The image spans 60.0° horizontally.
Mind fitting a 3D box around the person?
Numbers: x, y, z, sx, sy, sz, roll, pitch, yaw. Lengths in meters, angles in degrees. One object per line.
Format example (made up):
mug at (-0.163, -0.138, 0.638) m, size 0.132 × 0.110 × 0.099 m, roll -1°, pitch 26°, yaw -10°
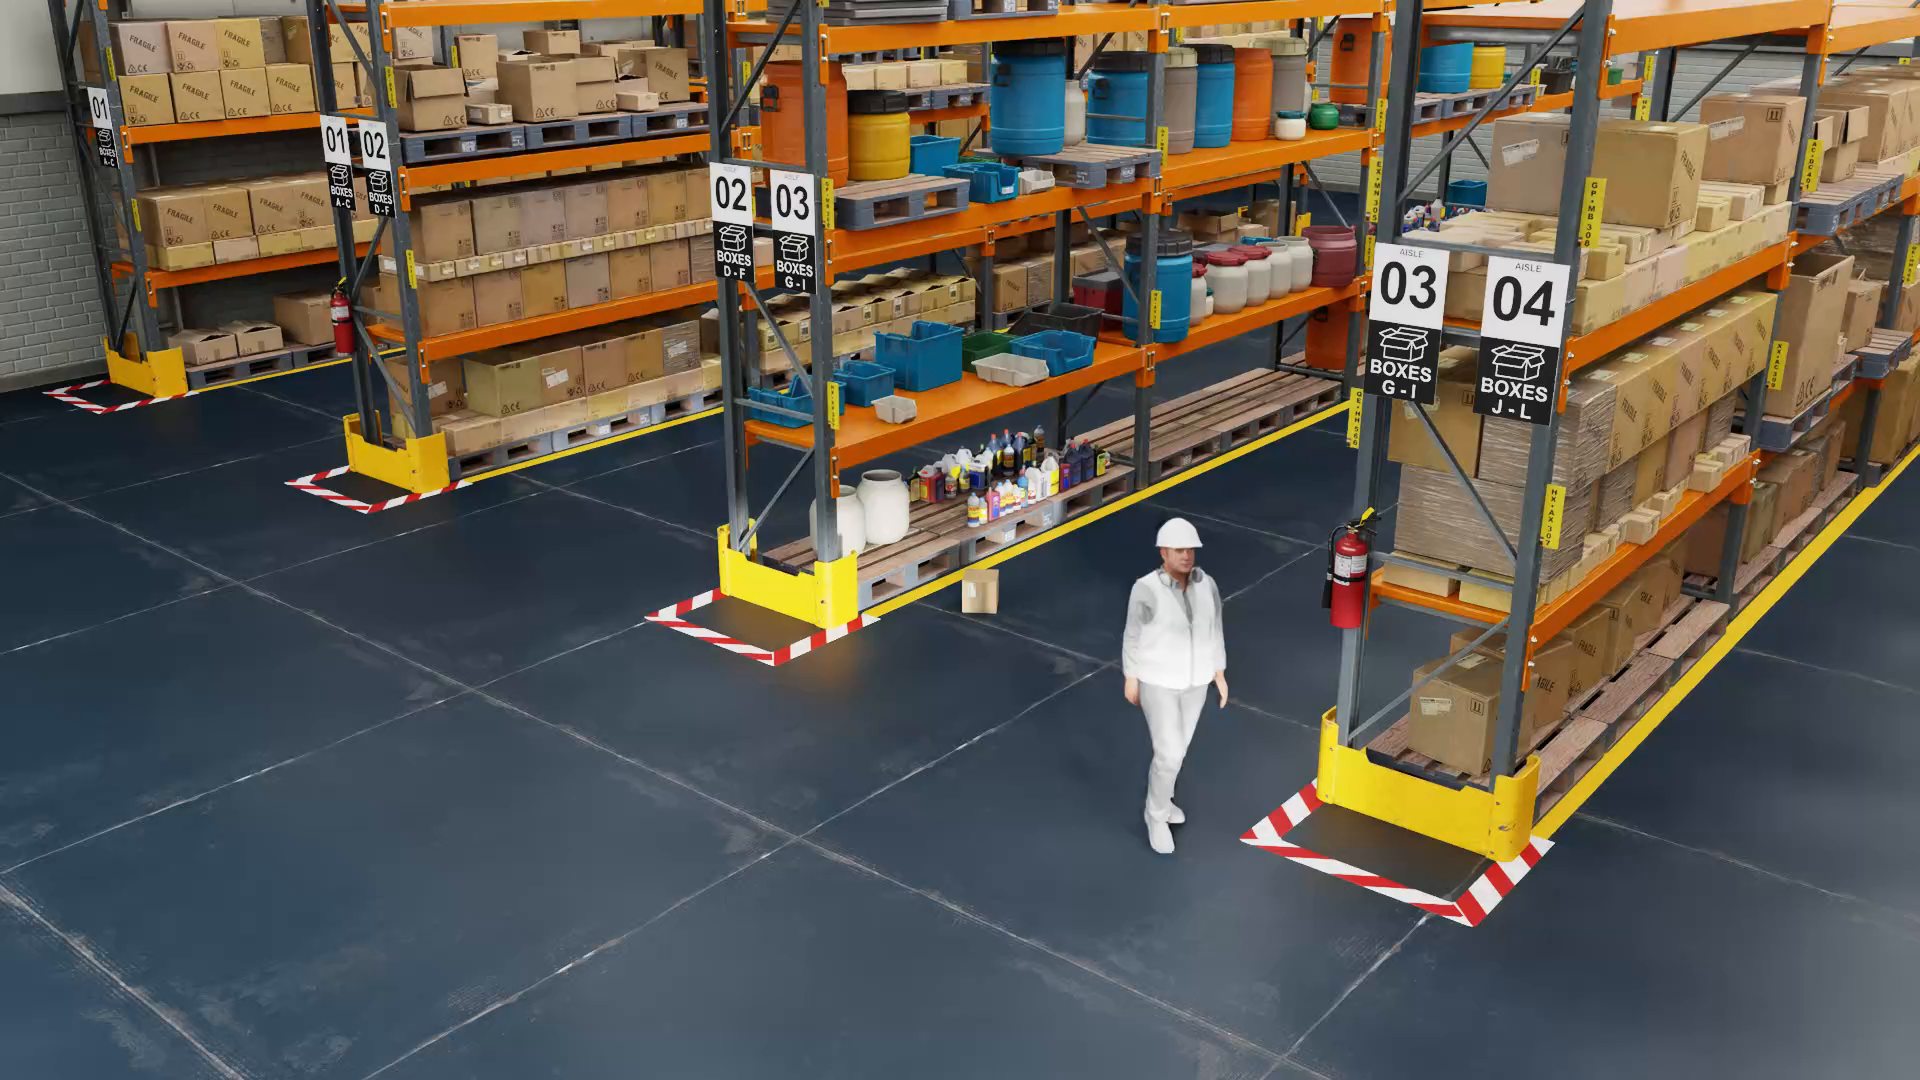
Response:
person at (1.173, 0.765, 8.935) m, size 0.542 × 1.808 × 0.529 m, roll -9°, pitch 22°, yaw -23°
